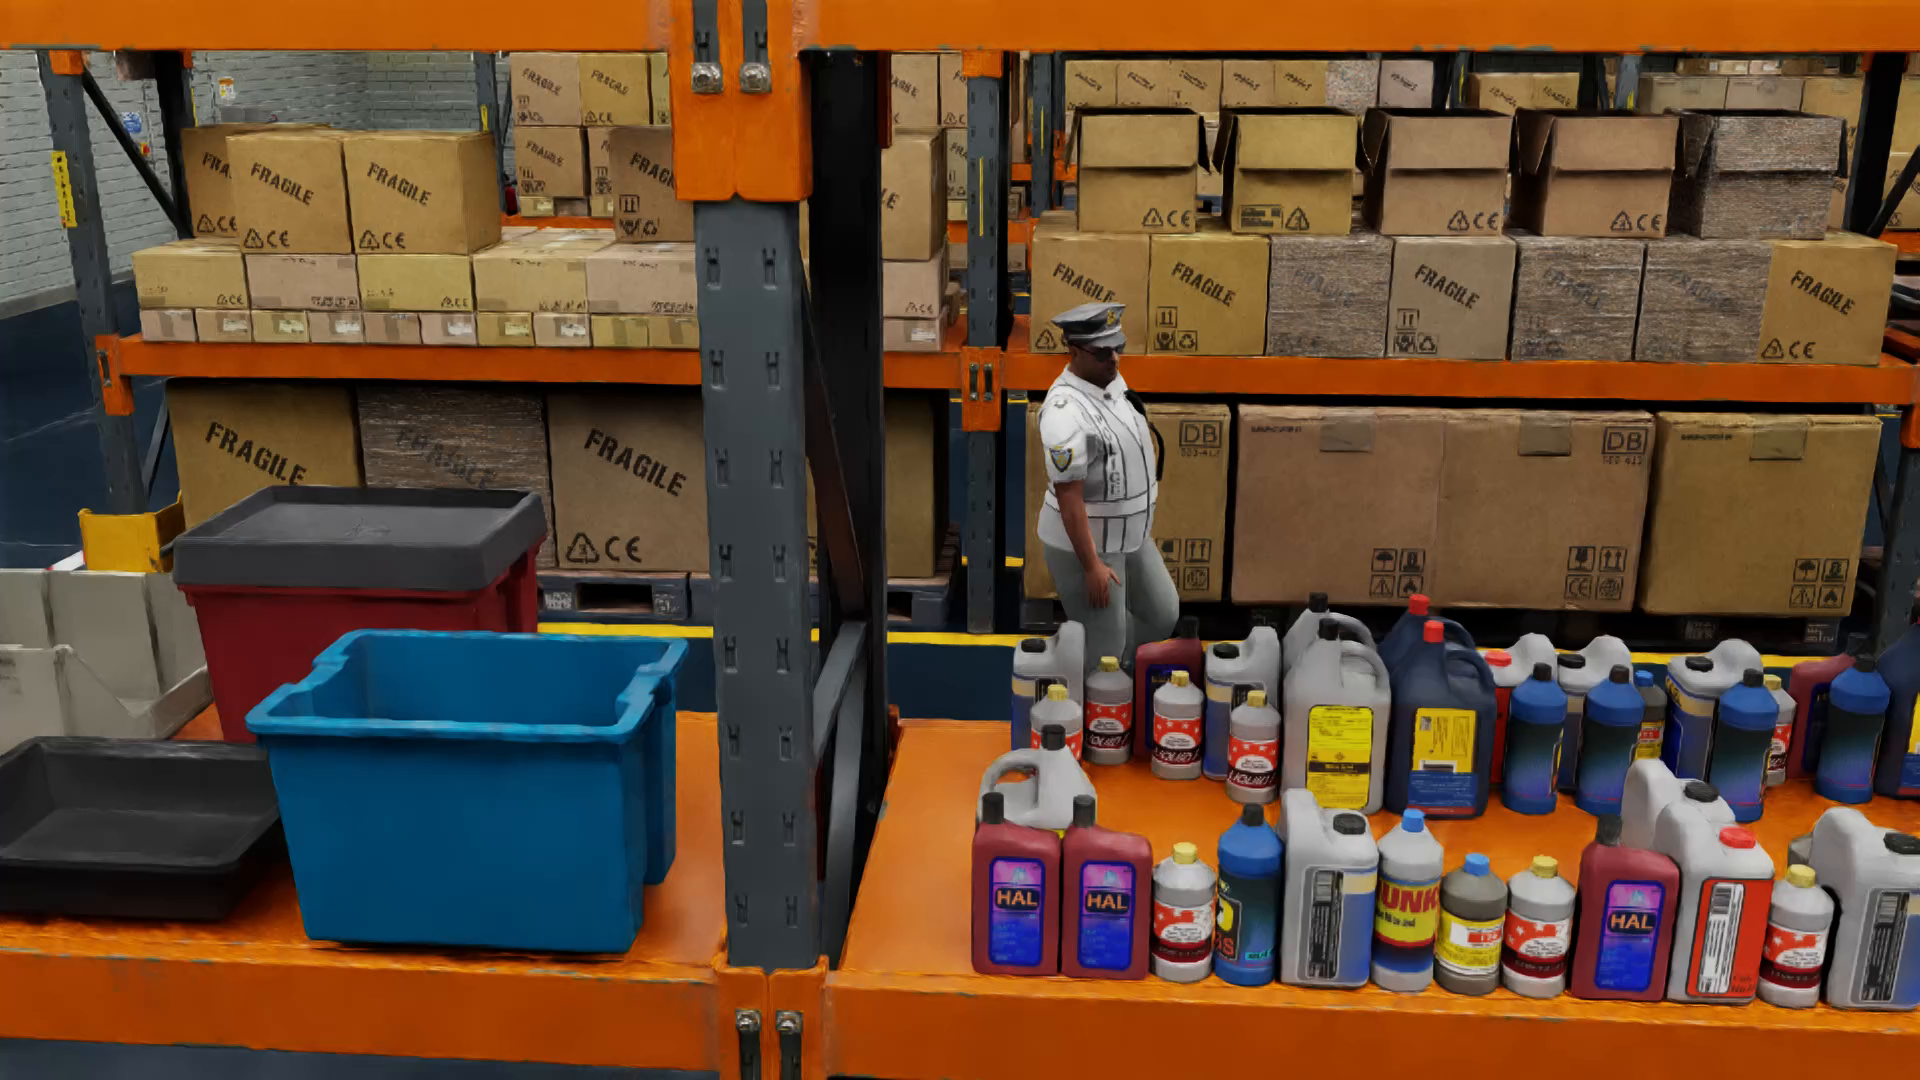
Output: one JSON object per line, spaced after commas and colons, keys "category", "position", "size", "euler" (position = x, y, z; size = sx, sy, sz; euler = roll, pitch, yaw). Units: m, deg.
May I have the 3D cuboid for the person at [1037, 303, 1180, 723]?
{"category": "person", "position": [0.518, -0.010, 6.010], "size": [0.483, 1.731, 0.637], "euler": [9, 19, 26]}
